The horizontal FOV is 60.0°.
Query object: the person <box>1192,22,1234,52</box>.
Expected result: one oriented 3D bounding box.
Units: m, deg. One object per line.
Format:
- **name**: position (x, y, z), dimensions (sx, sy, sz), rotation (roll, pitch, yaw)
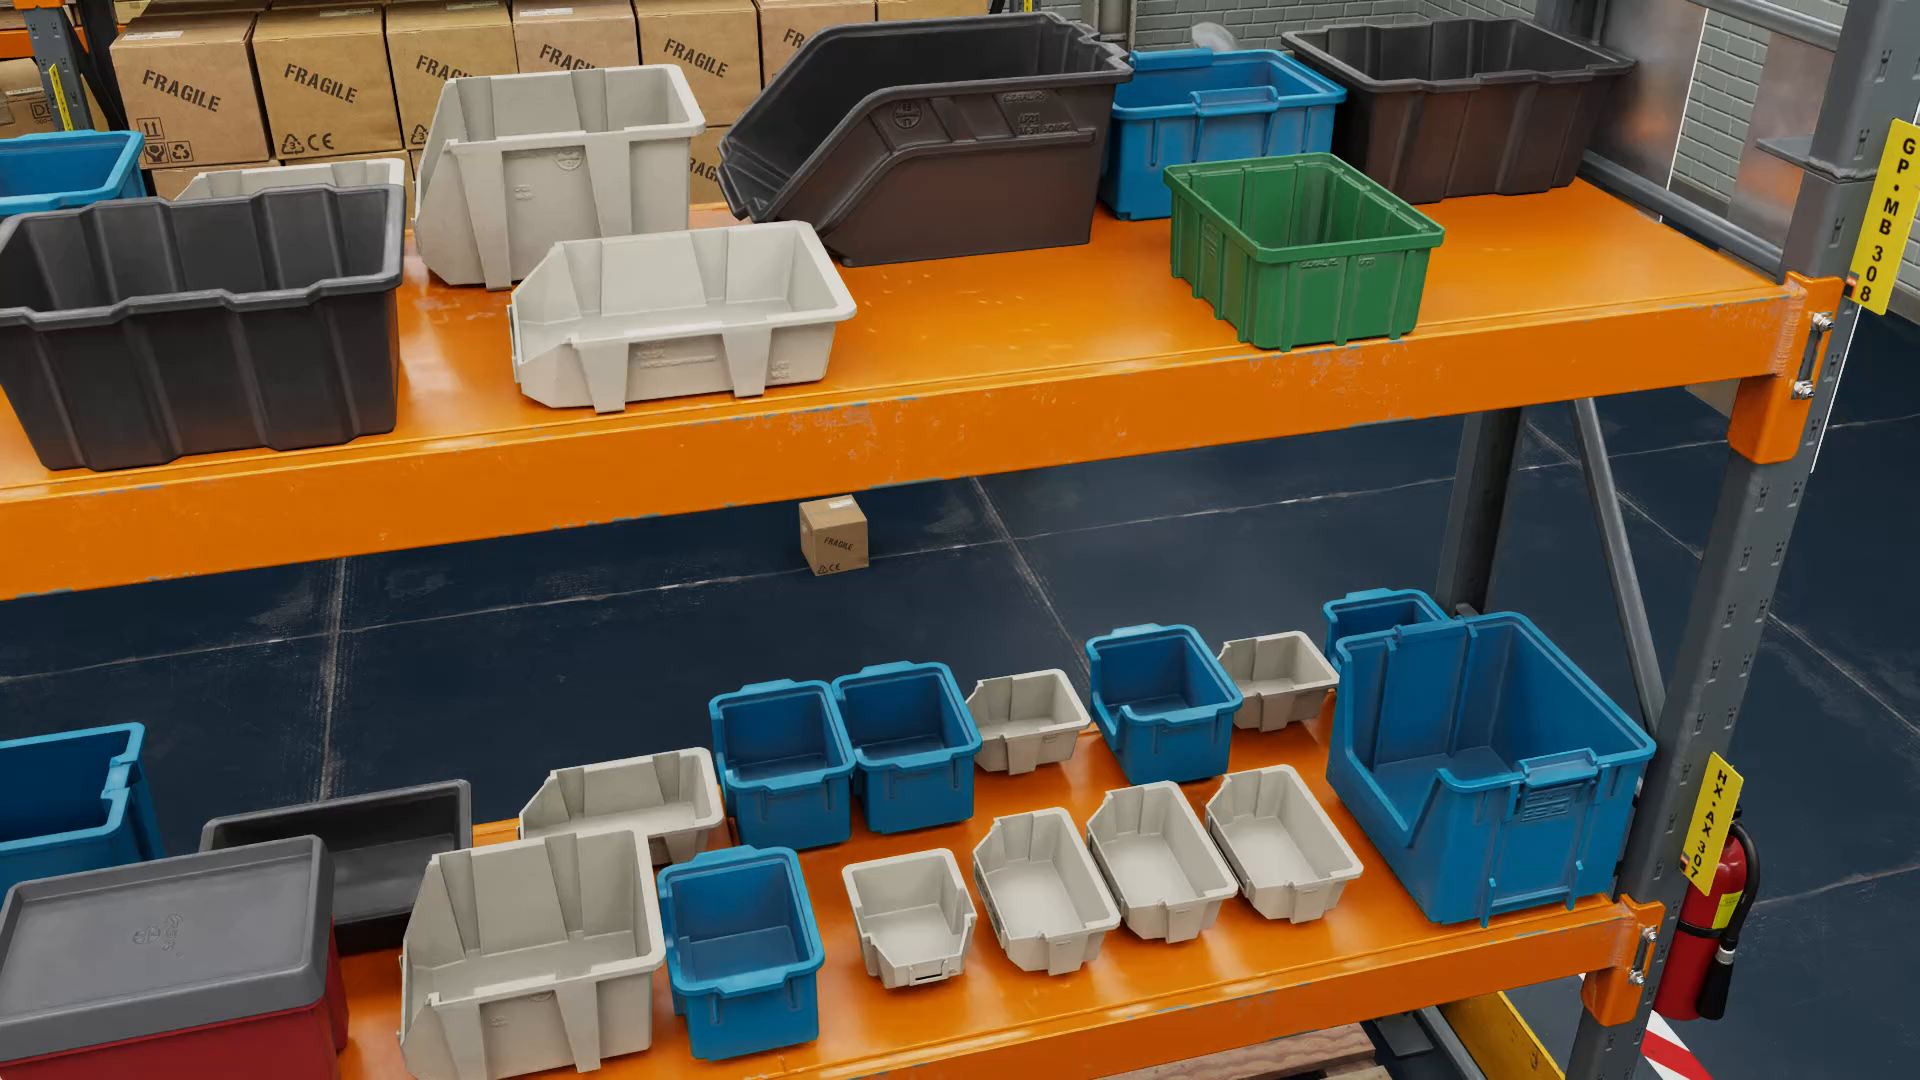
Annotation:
- **person**: position (1.383, -2.171, 9.819), dimensions (0.514, 1.747, 0.483), rotation (-2, 30, -3)
